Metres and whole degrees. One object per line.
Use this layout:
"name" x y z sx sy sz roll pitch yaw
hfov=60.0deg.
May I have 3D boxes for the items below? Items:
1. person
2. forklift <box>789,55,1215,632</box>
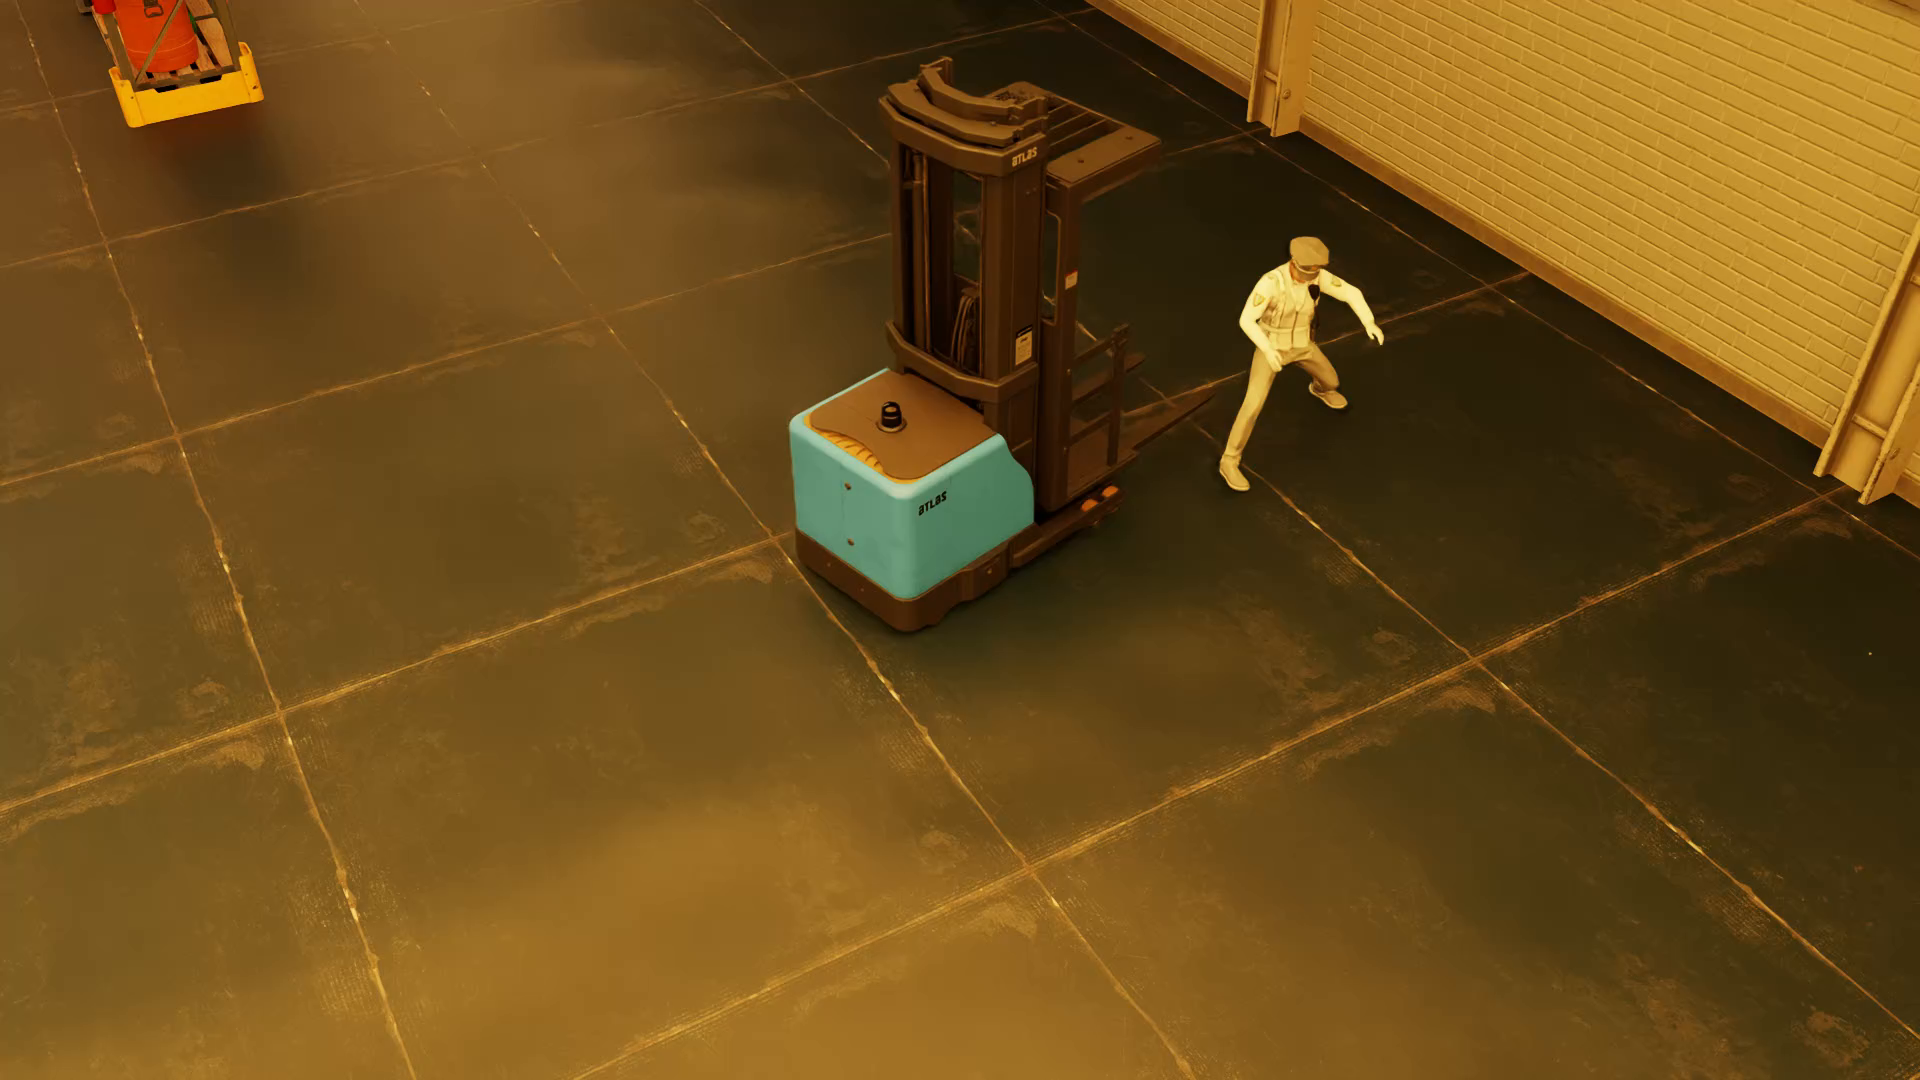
"person" 2.172 -1.217 10.602 1.163 1.486 0.912 -11 41 -13
"forklift" 0.408 -1.431 9.761 3.031 2.935 1.130 -32 49 -33
